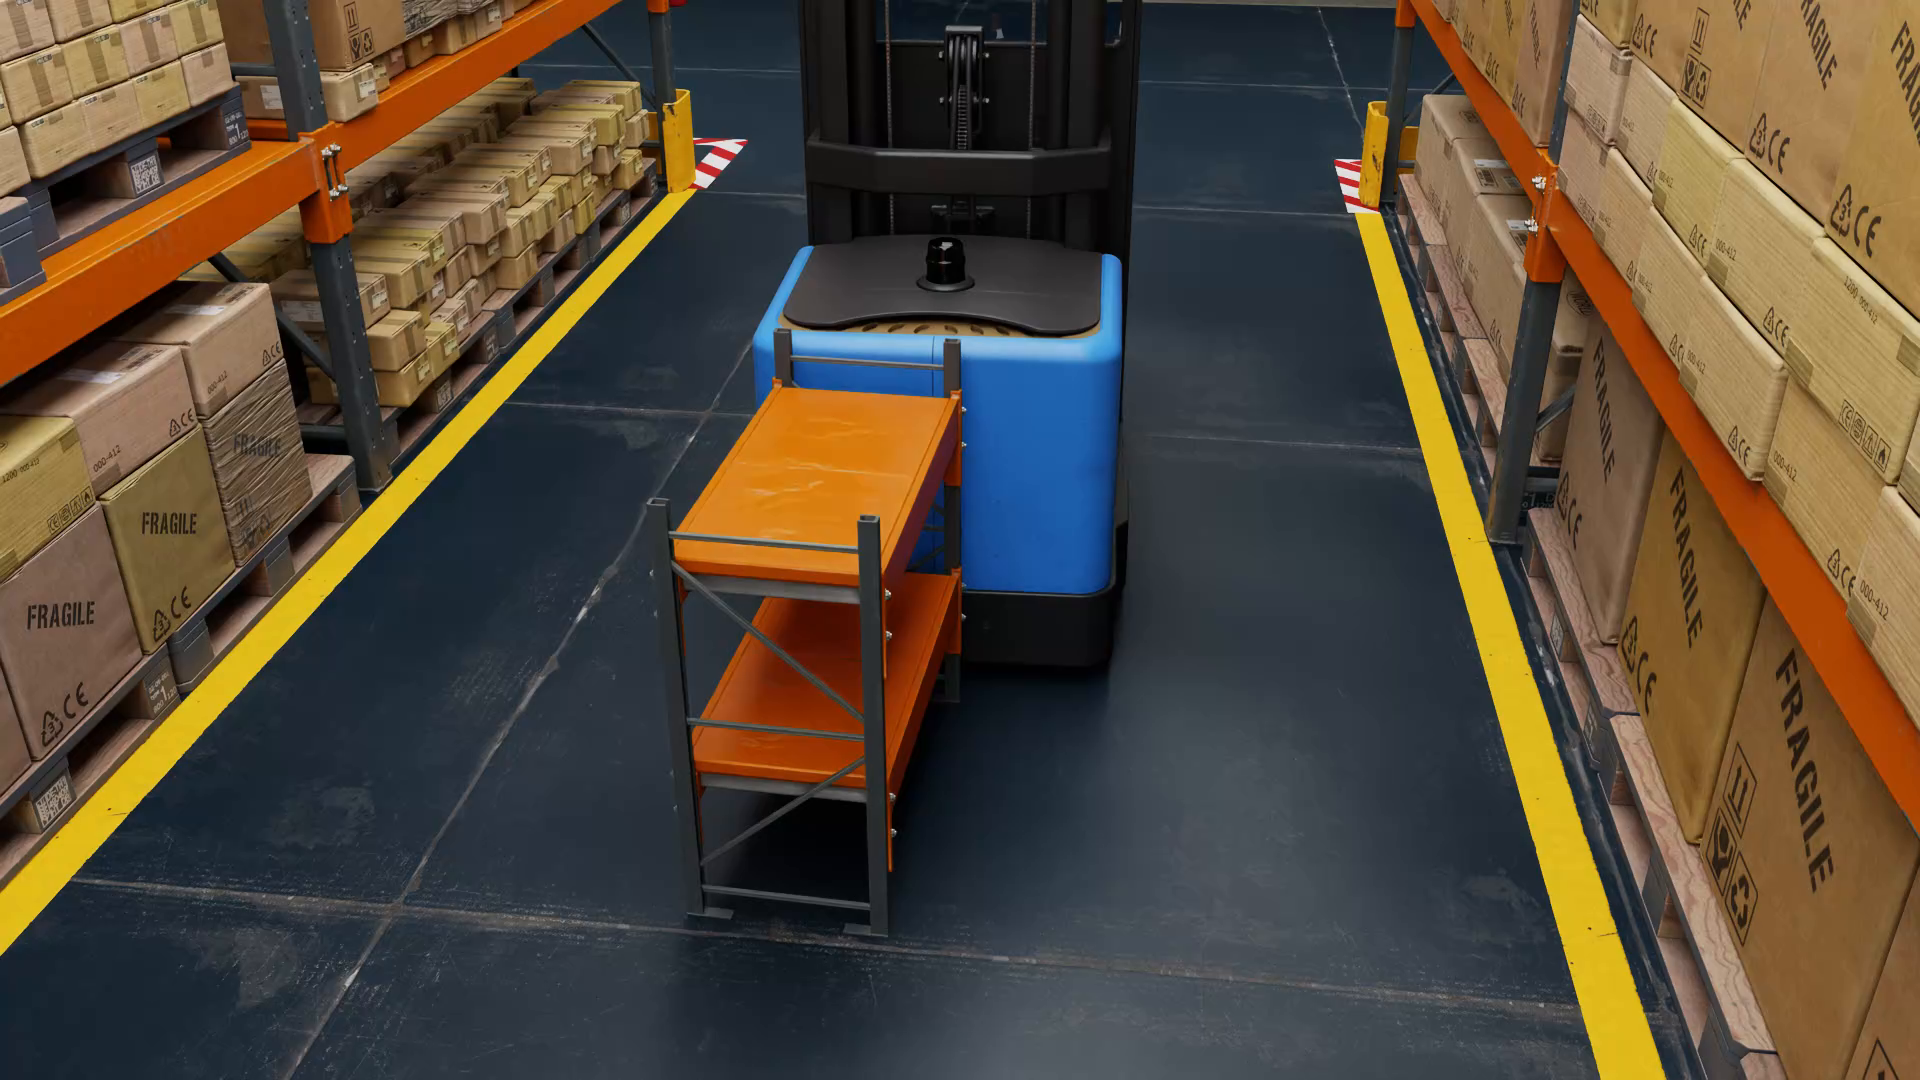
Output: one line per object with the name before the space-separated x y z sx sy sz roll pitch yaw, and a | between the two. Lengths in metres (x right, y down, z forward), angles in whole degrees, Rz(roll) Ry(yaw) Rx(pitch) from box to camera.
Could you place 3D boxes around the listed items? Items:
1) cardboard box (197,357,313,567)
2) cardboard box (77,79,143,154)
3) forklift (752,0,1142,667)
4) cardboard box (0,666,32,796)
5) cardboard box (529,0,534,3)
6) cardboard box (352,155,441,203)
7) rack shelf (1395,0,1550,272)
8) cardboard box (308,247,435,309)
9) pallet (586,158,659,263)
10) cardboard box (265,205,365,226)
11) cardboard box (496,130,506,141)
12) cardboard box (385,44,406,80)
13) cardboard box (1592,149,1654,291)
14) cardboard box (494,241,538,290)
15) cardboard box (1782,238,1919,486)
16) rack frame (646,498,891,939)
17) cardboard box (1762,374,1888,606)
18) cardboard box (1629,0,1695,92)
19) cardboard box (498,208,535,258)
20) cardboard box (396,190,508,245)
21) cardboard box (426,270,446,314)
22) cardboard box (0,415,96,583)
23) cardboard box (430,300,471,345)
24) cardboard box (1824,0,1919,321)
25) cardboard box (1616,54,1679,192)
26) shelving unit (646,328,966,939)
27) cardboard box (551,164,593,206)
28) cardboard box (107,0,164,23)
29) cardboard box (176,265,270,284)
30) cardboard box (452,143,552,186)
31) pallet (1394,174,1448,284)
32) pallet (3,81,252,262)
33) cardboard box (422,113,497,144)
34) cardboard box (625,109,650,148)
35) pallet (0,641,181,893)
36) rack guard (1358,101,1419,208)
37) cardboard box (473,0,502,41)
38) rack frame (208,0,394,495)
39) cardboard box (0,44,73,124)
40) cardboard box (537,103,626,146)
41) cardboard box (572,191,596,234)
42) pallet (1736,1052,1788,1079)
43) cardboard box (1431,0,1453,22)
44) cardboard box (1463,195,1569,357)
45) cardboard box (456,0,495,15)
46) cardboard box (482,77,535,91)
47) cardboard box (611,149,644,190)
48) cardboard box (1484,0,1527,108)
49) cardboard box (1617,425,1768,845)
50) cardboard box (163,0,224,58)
cardboard box | -2.443 -0.264 5.271 0.500 0.500 0.500 3 28 5
cardboard box | -2.518 -1.179 4.598 0.380 0.149 0.250 3 28 6
forklift | 0.052 -1.585 5.602 1.130 2.935 3.031 2 28 4
cardboard box | -2.636 0.459 3.929 0.500 0.500 0.500 3 28 5
cardboard box | -2.117 -2.544 7.574 0.380 0.149 0.250 2 28 4
cardboard box | -2.591 -1.646 7.578 0.380 0.149 0.250 3 29 6
rack shelf | 2.568 -1.927 6.924 1.077 0.370 4.000 3 28 6
cardboard box | -2.262 -1.011 6.400 0.380 0.149 0.250 5 29 9
pallet | -2.256 -1.782 8.835 1.003 0.211 1.213 3 28 6
cardboard box | -2.692 -1.275 6.890 0.380 0.149 0.250 4 29 8
cardboard box | -2.463 -2.009 8.565 0.380 0.149 0.250 4 29 7
cardboard box | -2.304 -1.801 6.195 0.380 0.149 0.250 2 28 4
cardboard box | 1.945 -0.801 4.233 0.500 0.250 0.500 3 28 5
cardboard box | -2.120 -1.239 7.449 0.380 0.149 0.250 3 28 5
cardboard box | 1.742 -0.300 2.776 0.500 0.250 0.500 3 28 5
rack frame | -0.416 0.432 3.763 0.500 1.125 0.032 5 29 8
cardboard box | 1.762 -0.084 2.902 0.500 0.250 0.500 3 28 6
cardboard box | 1.949 -1.355 3.944 0.500 0.500 0.500 3 28 6
cardboard box | -2.117 -1.367 7.374 0.380 0.149 0.250 3 28 6
cardboard box | -2.158 -1.372 7.070 0.380 0.149 0.250 4 29 7
cardboard box | -2.304 -0.997 6.687 0.380 0.149 0.250 3 28 6
cardboard box | -2.569 -0.101 4.177 0.500 0.250 0.500 2 28 4
cardboard box | -2.227 -0.871 6.767 0.380 0.149 0.250 3 28 6
cardboard box | 1.759 -0.638 2.612 0.500 0.500 0.500 3 28 6
cardboard box | 1.953 -1.019 4.110 0.500 0.250 0.500 4 29 7
shelving unit | -0.331 0.194 4.204 0.538 1.125 1.048 5 29 8
cardboard box | -2.006 -1.732 8.052 0.380 0.149 0.250 4 29 7
cardboard box | -2.490 -1.552 4.663 0.380 0.149 0.250 3 28 5
cardboard box | -2.817 -0.917 6.226 0.380 0.149 0.250 4 29 8
cardboard box | -2.134 -1.744 7.760 0.380 0.149 0.250 2 28 4
pallet | 2.793 -1.577 8.455 1.003 0.211 1.213 3 28 6
pallet | -2.840 -1.107 4.845 1.003 0.211 1.213 3 28 6
cardboard box | -2.534 -2.021 8.275 0.380 0.149 0.250 2 28 4
cardboard box | -1.894 -2.221 8.960 0.380 0.149 0.250 3 28 5
pallet | -2.843 0.627 4.363 1.003 0.211 1.213 3 28 6
rack guard | 2.816 -2.096 9.114 1.175 0.500 0.348 3 28 6
cardboard box | -2.130 -2.169 6.879 0.380 0.149 0.250 5 29 8
rack frame | -2.602 -1.543 5.451 1.000 3.000 0.127 3 28 6
cardboard box | -2.548 -1.180 4.285 0.380 0.149 0.250 2 28 5
cardboard box | -1.919 -2.109 8.438 0.380 0.149 0.250 3 28 5
cardboard box | -2.005 -1.609 8.136 0.380 0.149 0.250 2 28 4
pallet | 2.004 1.441 2.853 1.003 0.211 1.213 3 28 6
cardboard box | 2.355 -2.542 7.201 0.500 0.500 0.500 3 28 6
cardboard box | 2.615 -1.070 6.833 0.875 0.438 0.875 3 28 5
cardboard box | -2.140 -2.405 6.632 0.500 0.500 0.500 3 28 5
cardboard box | -2.513 -2.391 8.960 0.380 0.149 0.250 2 28 4
cardboard box | -1.901 -1.969 8.805 0.380 0.149 0.250 4 29 8
cardboard box | 2.184 -1.822 5.865 0.500 0.500 0.500 3 28 5
cardboard box | 2.223 0.170 4.069 0.875 0.875 0.875 4 29 8
cardboard box | -2.455 -1.549 4.972 0.380 0.149 0.250 4 29 8
